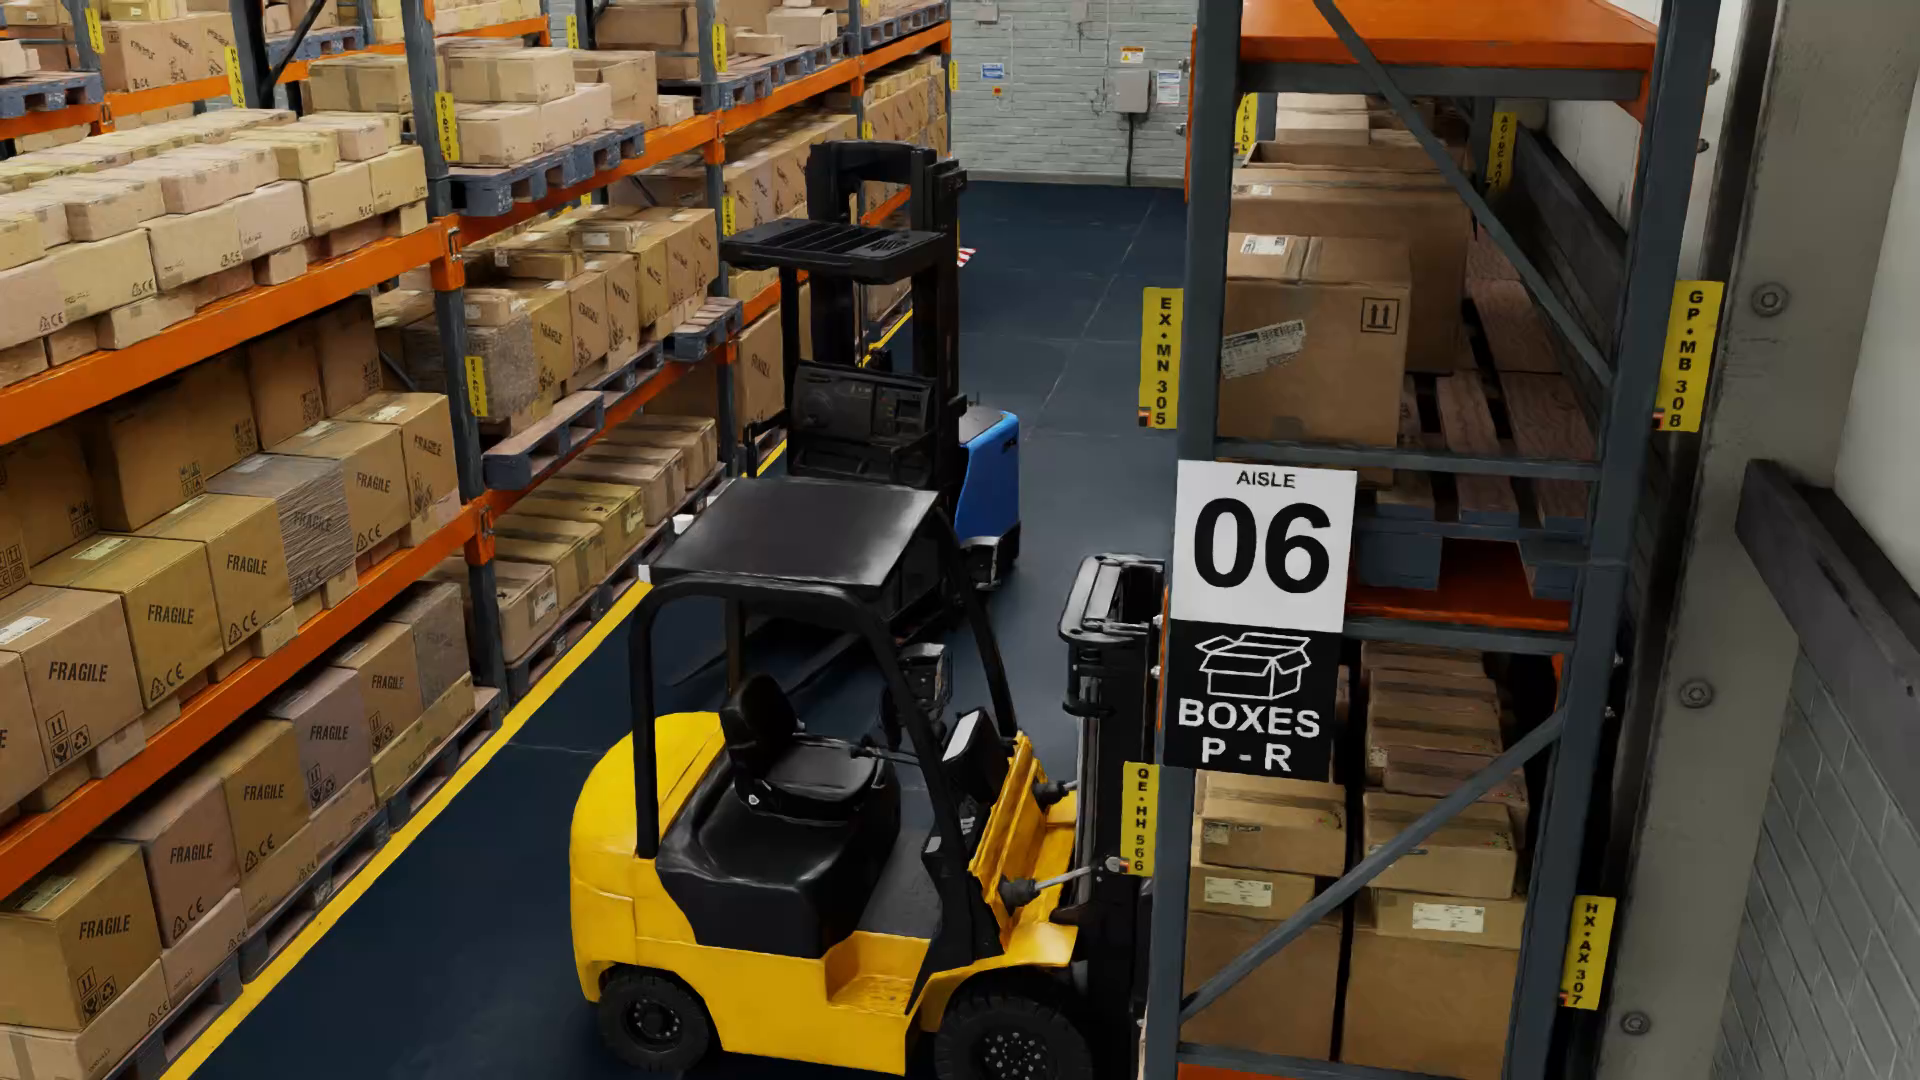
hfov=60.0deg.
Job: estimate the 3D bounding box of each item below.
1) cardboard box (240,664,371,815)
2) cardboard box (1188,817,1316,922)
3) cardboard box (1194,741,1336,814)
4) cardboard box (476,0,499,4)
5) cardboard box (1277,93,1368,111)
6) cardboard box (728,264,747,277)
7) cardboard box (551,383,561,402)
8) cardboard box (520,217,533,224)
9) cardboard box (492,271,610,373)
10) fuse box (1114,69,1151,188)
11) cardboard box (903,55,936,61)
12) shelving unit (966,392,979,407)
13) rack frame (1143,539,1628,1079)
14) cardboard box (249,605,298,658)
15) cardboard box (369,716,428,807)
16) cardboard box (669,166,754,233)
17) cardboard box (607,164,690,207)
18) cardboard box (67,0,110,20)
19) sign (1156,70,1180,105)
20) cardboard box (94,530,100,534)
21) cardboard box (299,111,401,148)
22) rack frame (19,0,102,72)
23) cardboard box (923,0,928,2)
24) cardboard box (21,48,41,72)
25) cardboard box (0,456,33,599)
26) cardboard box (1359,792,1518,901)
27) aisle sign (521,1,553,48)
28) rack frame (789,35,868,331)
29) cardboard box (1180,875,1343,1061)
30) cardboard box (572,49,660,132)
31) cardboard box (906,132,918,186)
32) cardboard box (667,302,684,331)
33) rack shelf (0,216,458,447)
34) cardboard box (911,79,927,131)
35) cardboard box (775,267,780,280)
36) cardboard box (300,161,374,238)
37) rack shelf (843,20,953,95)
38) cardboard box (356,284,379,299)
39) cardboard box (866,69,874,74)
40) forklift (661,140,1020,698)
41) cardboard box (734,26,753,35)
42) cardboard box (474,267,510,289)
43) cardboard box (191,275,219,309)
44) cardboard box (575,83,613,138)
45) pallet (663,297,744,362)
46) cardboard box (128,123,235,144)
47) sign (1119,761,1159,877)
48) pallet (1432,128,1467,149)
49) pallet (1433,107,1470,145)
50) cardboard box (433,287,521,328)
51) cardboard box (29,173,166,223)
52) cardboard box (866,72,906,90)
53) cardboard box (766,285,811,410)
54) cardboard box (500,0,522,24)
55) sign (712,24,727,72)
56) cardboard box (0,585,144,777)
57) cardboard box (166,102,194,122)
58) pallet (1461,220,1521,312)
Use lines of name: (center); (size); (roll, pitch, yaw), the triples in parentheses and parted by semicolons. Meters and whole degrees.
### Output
cardboard box: (-3.119, 0.905, 7.705); (0.500, 0.500, 0.500); (6, 23, 14)
cardboard box: (0.784, 0.907, 4.583); (0.380, 0.149, 0.250); (5, 22, 12)
cardboard box: (0.874, 0.678, 4.755); (0.380, 0.149, 0.250); (4, 22, 11)
cardboard box: (-5.529, -6.158, 18.644); (0.500, 0.250, 0.500); (5, 22, 12)
cardboard box: (1.870, -2.215, 8.747); (0.500, 0.311, 0.500); (4, 22, 9)
cardboard box: (-1.895, -2.229, 12.904); (0.500, 0.250, 0.500); (4, 22, 11)
cardboard box: (-2.592, -0.894, 9.831); (0.380, 0.149, 0.250); (6, 23, 14)
cardboard box: (-5.370, -3.910, 20.004); (0.380, 0.149, 0.250); (4, 22, 10)
cardboard box: (-2.464, -1.329, 10.044); (0.500, 0.500, 0.500); (4, 22, 11)
fuse box: (2.547, -6.079, 24.656); (0.539, 1.711, 0.414); (4, 22, 11)
cardboard box: (-0.485, -5.490, 19.130); (0.380, 0.149, 0.250); (5, 22, 12)
shelving unit: (0.011, -0.507, 11.706); (0.215, 1.050, 0.252); (4, 22, 11)
rack frame: (0.988, 1.403, 4.355); (1.000, 3.000, 0.127); (4, 22, 11)
cardboard box: (-3.126, 0.380, 7.231); (0.380, 0.149, 0.250); (5, 22, 11)
cardboard box: (-3.013, 1.076, 8.286); (0.500, 0.250, 0.500); (4, 22, 9)
cardboard box: (-1.900, -2.572, 12.752); (0.500, 0.500, 0.500); (4, 22, 9)
cardboard box: (-2.391, -2.619, 12.870); (0.500, 0.500, 0.500); (4, 22, 9)
cardboard box: (-7.188, -4.390, 13.564); (0.396, 0.266, 0.258); (4, 22, 11)
sign: (3.073, -6.670, 24.528); (0.329, 0.494, 0.001); (4, 22, 11)
cardboard box: (-3.697, 0.073, 7.126); (0.500, 0.500, 0.500); (5, 22, 12)
cardboard box: (-2.907, -1.949, 7.932); (0.380, 0.149, 0.250); (5, 22, 12)
rack frame: (-7.106, -5.023, 12.280); (1.000, 3.000, 0.127); (4, 22, 11)
cardboard box: (-0.611, -6.217, 18.766); (0.500, 0.250, 0.500); (2, 22, 6)
cardboard box: (-7.013, -3.529, 12.202); (0.380, 0.166, 0.250); (4, 22, 11)
cardboard box: (-3.871, -0.010, 5.994); (0.700, 0.500, 0.500); (5, 22, 11)
cardboard box: (1.265, 0.811, 4.424); (0.380, 0.149, 0.250); (4, 22, 10)
aisle sign: (-5.165, -6.376, 20.190); (0.394, 0.787, 0.004); (4, 22, 11)
rack frame: (-1.424, -3.363, 16.188); (1.000, 3.000, 0.127); (4, 22, 11)
cardboard box: (0.831, 1.156, 4.833); (0.500, 0.500, 0.500); (4, 22, 10)
cardboard box: (-2.443, -2.992, 11.118); (0.700, 0.500, 0.500); (4, 22, 11)
cardboard box: (-0.752, -4.114, 17.921); (0.500, 0.500, 0.500); (5, 22, 13)
cardboard box: (-2.127, -1.550, 11.461); (0.380, 0.149, 0.250); (3, 22, 8)
rack shelf: (-3.464, -0.763, 6.682); (1.077, 0.370, 4.000); (4, 22, 11)
cardboard box: (-0.655, -4.767, 18.204); (0.500, 0.500, 0.500); (4, 22, 11)
cardboard box: (-1.694, -2.371, 13.926); (0.500, 0.250, 0.500); (5, 23, 13)
cardboard box: (-2.985, -1.530, 7.425); (0.500, 0.250, 0.500); (4, 22, 10)
rack shelf: (-1.016, -5.152, 17.579); (1.077, 0.370, 4.000); (4, 22, 11)
cardboard box: (-6.195, -2.449, 16.702); (0.500, 0.500, 0.500); (4, 22, 10)
cardboard box: (-1.138, -5.143, 18.267); (0.380, 0.149, 0.250); (5, 22, 11)
forklift: (-0.695, -0.798, 9.912); (1.130, 2.935, 3.031); (10, 24, 24)
cardboard box: (-2.025, -4.405, 14.510); (0.380, 0.166, 0.250); (3, 22, 7)
cardboard box: (-2.975, -1.372, 10.152); (0.500, 0.500, 0.500); (5, 23, 13)
cardboard box: (-3.231, -1.015, 6.680); (0.380, 0.149, 0.250); (4, 22, 10)
cardboard box: (-2.361, -2.508, 9.690); (0.500, 0.250, 0.500); (4, 22, 10)
pallet: (-2.281, -1.542, 11.925); (1.213, 0.211, 1.003); (4, 22, 11)
cardboard box: (-3.527, -1.798, 7.557); (0.380, 0.149, 0.250); (4, 22, 9)
sign: (0.459, 0.709, 4.210); (0.100, 0.325, 0.005); (4, 22, 11)
pallet: (2.344, -2.163, 9.446); (1.003, 0.211, 1.213); (6, 23, 13)
pallet: (2.569, -2.572, 10.462); (1.213, 0.211, 1.003); (6, 23, 13)
cardboard box: (-2.614, -1.262, 9.010); (0.380, 0.149, 0.250); (4, 22, 11)
cardboard box: (-3.259, -1.288, 6.289); (0.380, 0.149, 0.250); (5, 22, 12)
cardboard box: (-0.776, -4.825, 17.479); (0.380, 0.149, 0.250); (5, 22, 11)
cardboard box: (-1.832, -1.681, 14.295); (0.875, 0.875, 0.875); (5, 22, 12)
cardboard box: (-5.405, -6.114, 19.206); (0.500, 0.250, 0.500); (4, 22, 11)
sign: (-1.709, -3.489, 11.795); (0.100, 0.325, 0.005); (4, 22, 11)
cardboard box: (-3.402, 0.500, 6.066); (0.500, 0.500, 0.500); (5, 23, 13)
cardboard box: (-10.148, -5.452, 21.179); (0.500, 0.250, 0.500); (4, 22, 10)
pallet: (1.655, -1.096, 6.664); (1.003, 0.211, 1.213); (4, 22, 11)
